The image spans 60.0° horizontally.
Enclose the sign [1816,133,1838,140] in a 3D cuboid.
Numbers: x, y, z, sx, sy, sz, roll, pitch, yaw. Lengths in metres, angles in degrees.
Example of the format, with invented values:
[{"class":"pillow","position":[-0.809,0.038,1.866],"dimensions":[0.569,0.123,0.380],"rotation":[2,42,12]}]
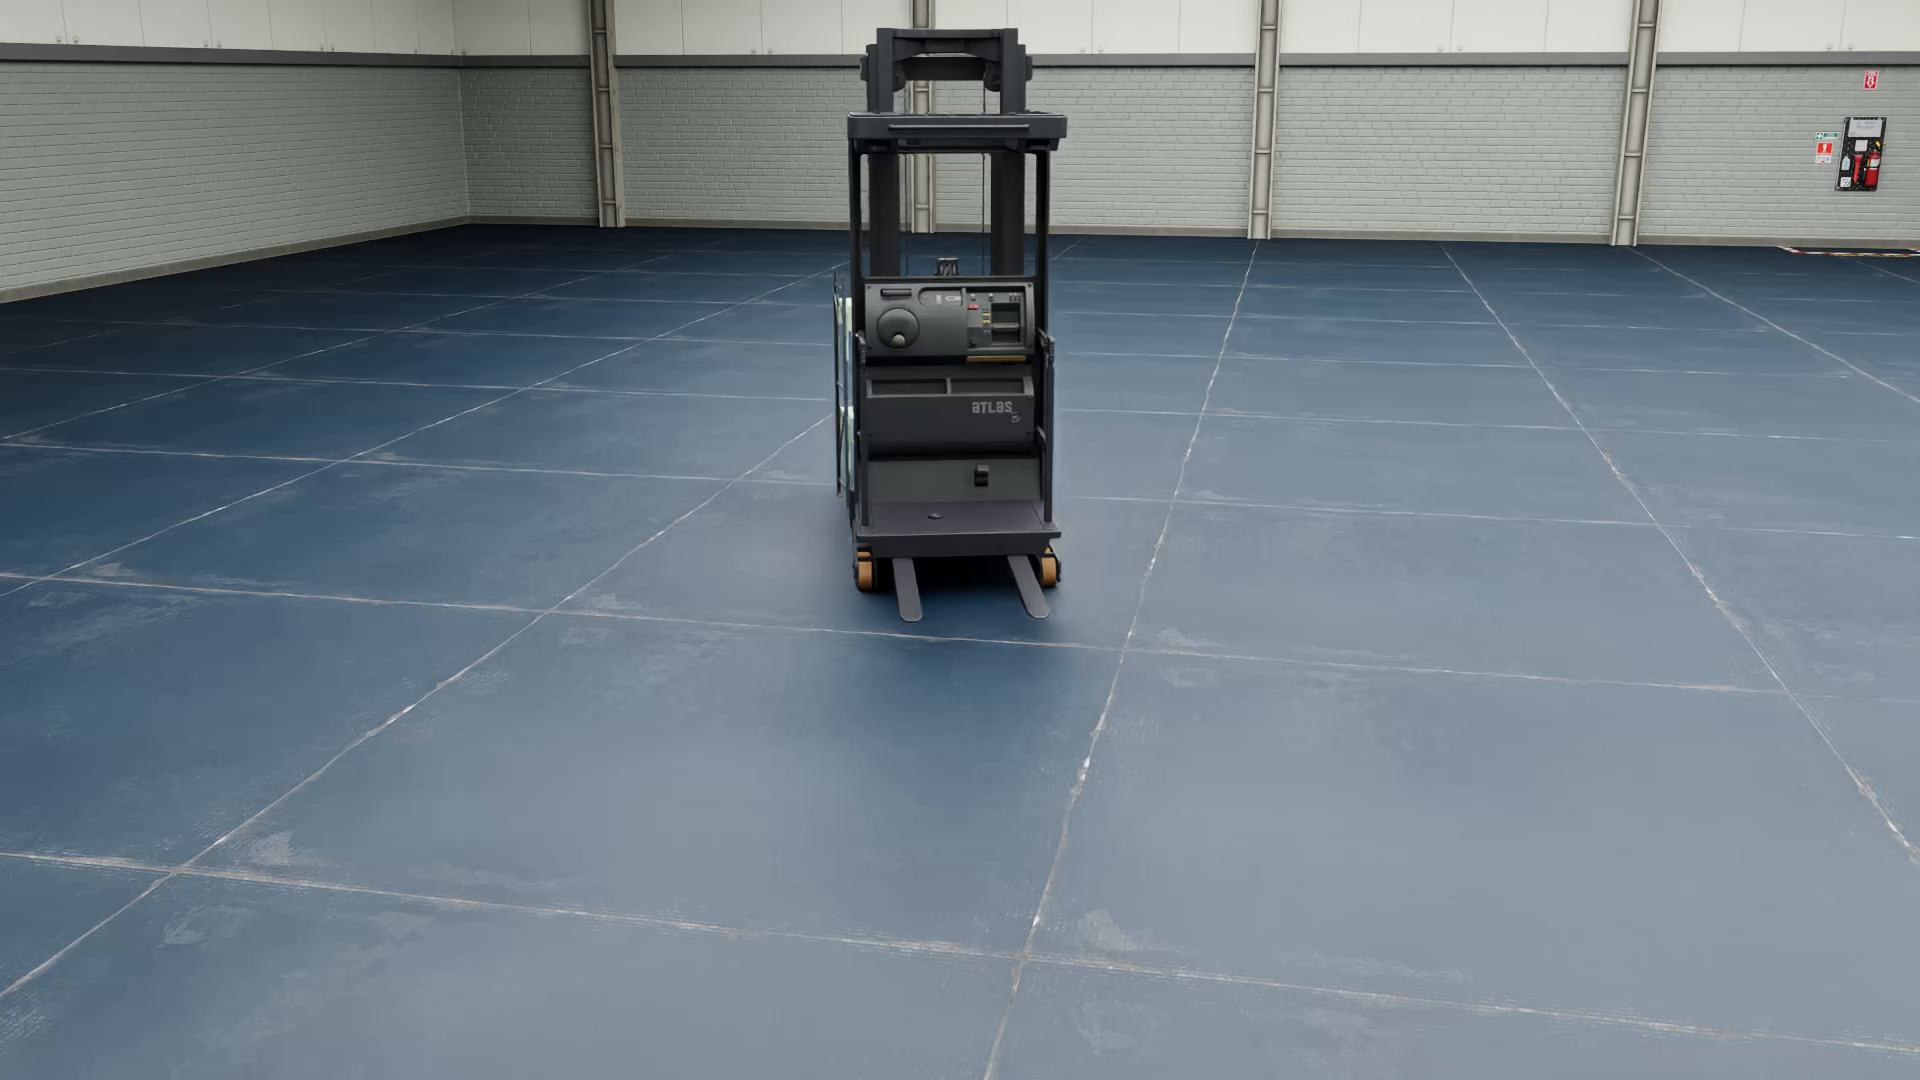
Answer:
[{"class":"sign","position":[14.046,-6.545,26.942],"dimensions":[0.331,0.109,0.001],"rotation":[3,16,11]}]

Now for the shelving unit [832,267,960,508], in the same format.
[{"class":"shelving unit","position":[-0.410,-1.004,10.808],"dimensions":[0.755,1.500,0.431],"rotation":[-4,16,-13]}]

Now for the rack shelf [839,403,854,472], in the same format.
[{"class":"rack shelf","position":[-0.410,-0.690,10.895],"dimensions":[0.720,0.370,0.431],"rotation":[-4,16,-13]}]

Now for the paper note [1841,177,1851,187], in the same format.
[{"class":"paper note","position":[14.405,-5.822,27.040],"dimensions":[0.142,0.148,0.016],"rotation":[3,16,11]}]

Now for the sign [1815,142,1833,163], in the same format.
[{"class":"sign","position":[14.044,-6.292,27.022],"dimensions":[0.234,0.329,0.001],"rotation":[3,16,11]}]

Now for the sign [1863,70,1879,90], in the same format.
[{"class":"sign","position":[14.577,-7.362,26.610],"dimensions":[0.199,0.298,0.001],"rotation":[3,16,11]}]

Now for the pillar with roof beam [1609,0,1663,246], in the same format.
[{"class":"pillar with roof beam","position":[10.241,-8.162,22.599],"dimensions":[0.400,9.000,9.100],"rotation":[3,16,11]}]

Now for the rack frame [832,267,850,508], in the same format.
[{"class":"rack frame","position":[-0.766,-0.982,10.729],"dimensions":[0.023,1.500,0.400],"rotation":[-4,16,-13]}]

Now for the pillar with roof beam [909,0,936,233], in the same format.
[{"class":"pillar with roof beam","position":[-1.518,-8.800,24.903],"dimensions":[0.400,9.000,9.100],"rotation":[3,16,11]}]

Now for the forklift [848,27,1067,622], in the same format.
[{"class":"forklift","position":[-0.037,-1.228,8.934],"dimensions":[1.130,2.935,3.031],"rotation":[-1,16,-4]}]

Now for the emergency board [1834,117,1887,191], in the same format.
[{"class":"emergency board","position":[14.565,-6.219,26.823],"dimensions":[0.643,1.169,0.194],"rotation":[3,16,11]}]

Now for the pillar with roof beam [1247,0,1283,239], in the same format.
[{"class":"pillar with roof beam","position":[4.362,-8.481,23.751],"dimensions":[0.400,9.000,9.100],"rotation":[3,16,11]}]

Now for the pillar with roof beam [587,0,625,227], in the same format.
[{"class":"pillar with roof beam","position":[-7.398,-9.119,26.056],"dimensions":[0.400,9.000,9.100],"rotation":[3,16,11]}]

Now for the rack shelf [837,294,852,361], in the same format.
[{"class":"rack shelf","position":[-0.410,-1.380,10.704],"dimensions":[0.720,0.370,0.431],"rotation":[-4,16,-13]}]
